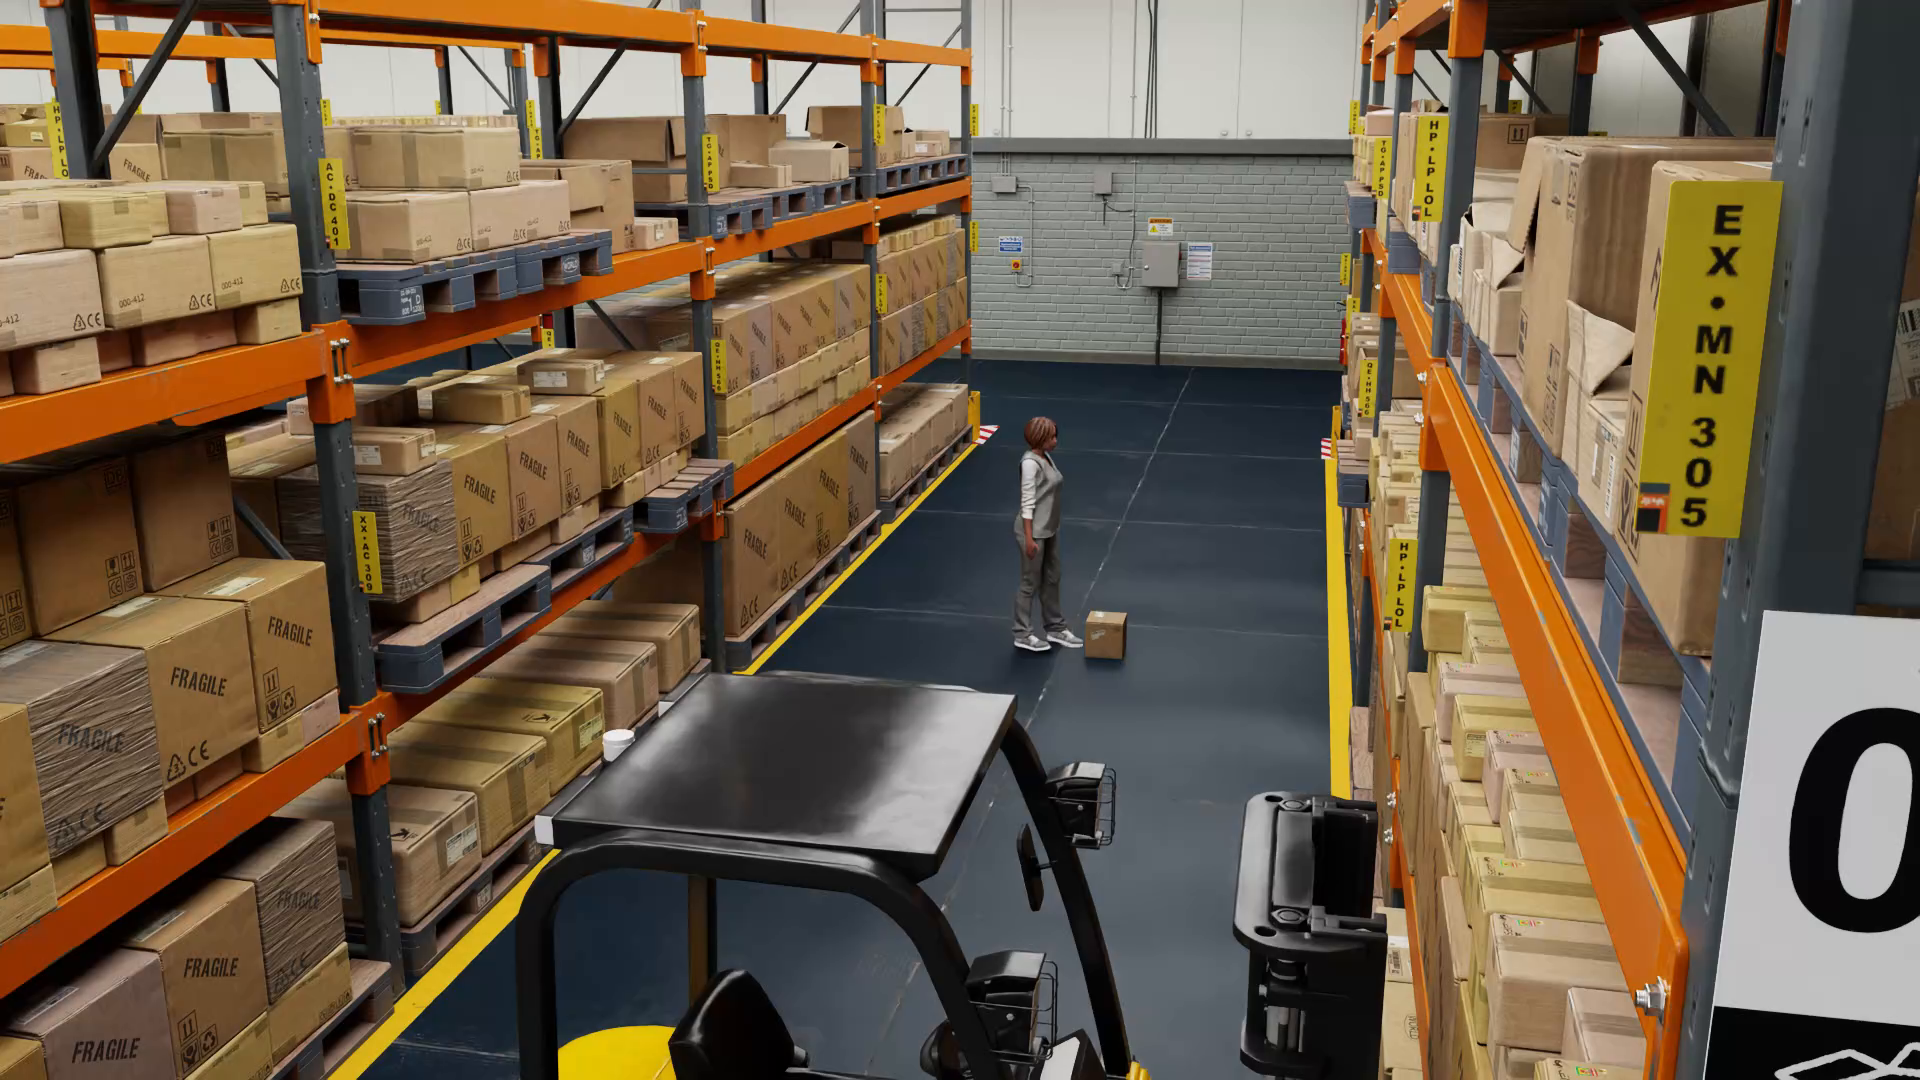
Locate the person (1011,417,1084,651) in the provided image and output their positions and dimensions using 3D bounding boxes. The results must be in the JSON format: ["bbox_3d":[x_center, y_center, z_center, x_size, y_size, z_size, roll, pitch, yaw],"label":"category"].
[{"bbox_3d":[0.578,-0.025,11.129,0.473,1.615,0.441,5,16,19],"label":"person"}]
